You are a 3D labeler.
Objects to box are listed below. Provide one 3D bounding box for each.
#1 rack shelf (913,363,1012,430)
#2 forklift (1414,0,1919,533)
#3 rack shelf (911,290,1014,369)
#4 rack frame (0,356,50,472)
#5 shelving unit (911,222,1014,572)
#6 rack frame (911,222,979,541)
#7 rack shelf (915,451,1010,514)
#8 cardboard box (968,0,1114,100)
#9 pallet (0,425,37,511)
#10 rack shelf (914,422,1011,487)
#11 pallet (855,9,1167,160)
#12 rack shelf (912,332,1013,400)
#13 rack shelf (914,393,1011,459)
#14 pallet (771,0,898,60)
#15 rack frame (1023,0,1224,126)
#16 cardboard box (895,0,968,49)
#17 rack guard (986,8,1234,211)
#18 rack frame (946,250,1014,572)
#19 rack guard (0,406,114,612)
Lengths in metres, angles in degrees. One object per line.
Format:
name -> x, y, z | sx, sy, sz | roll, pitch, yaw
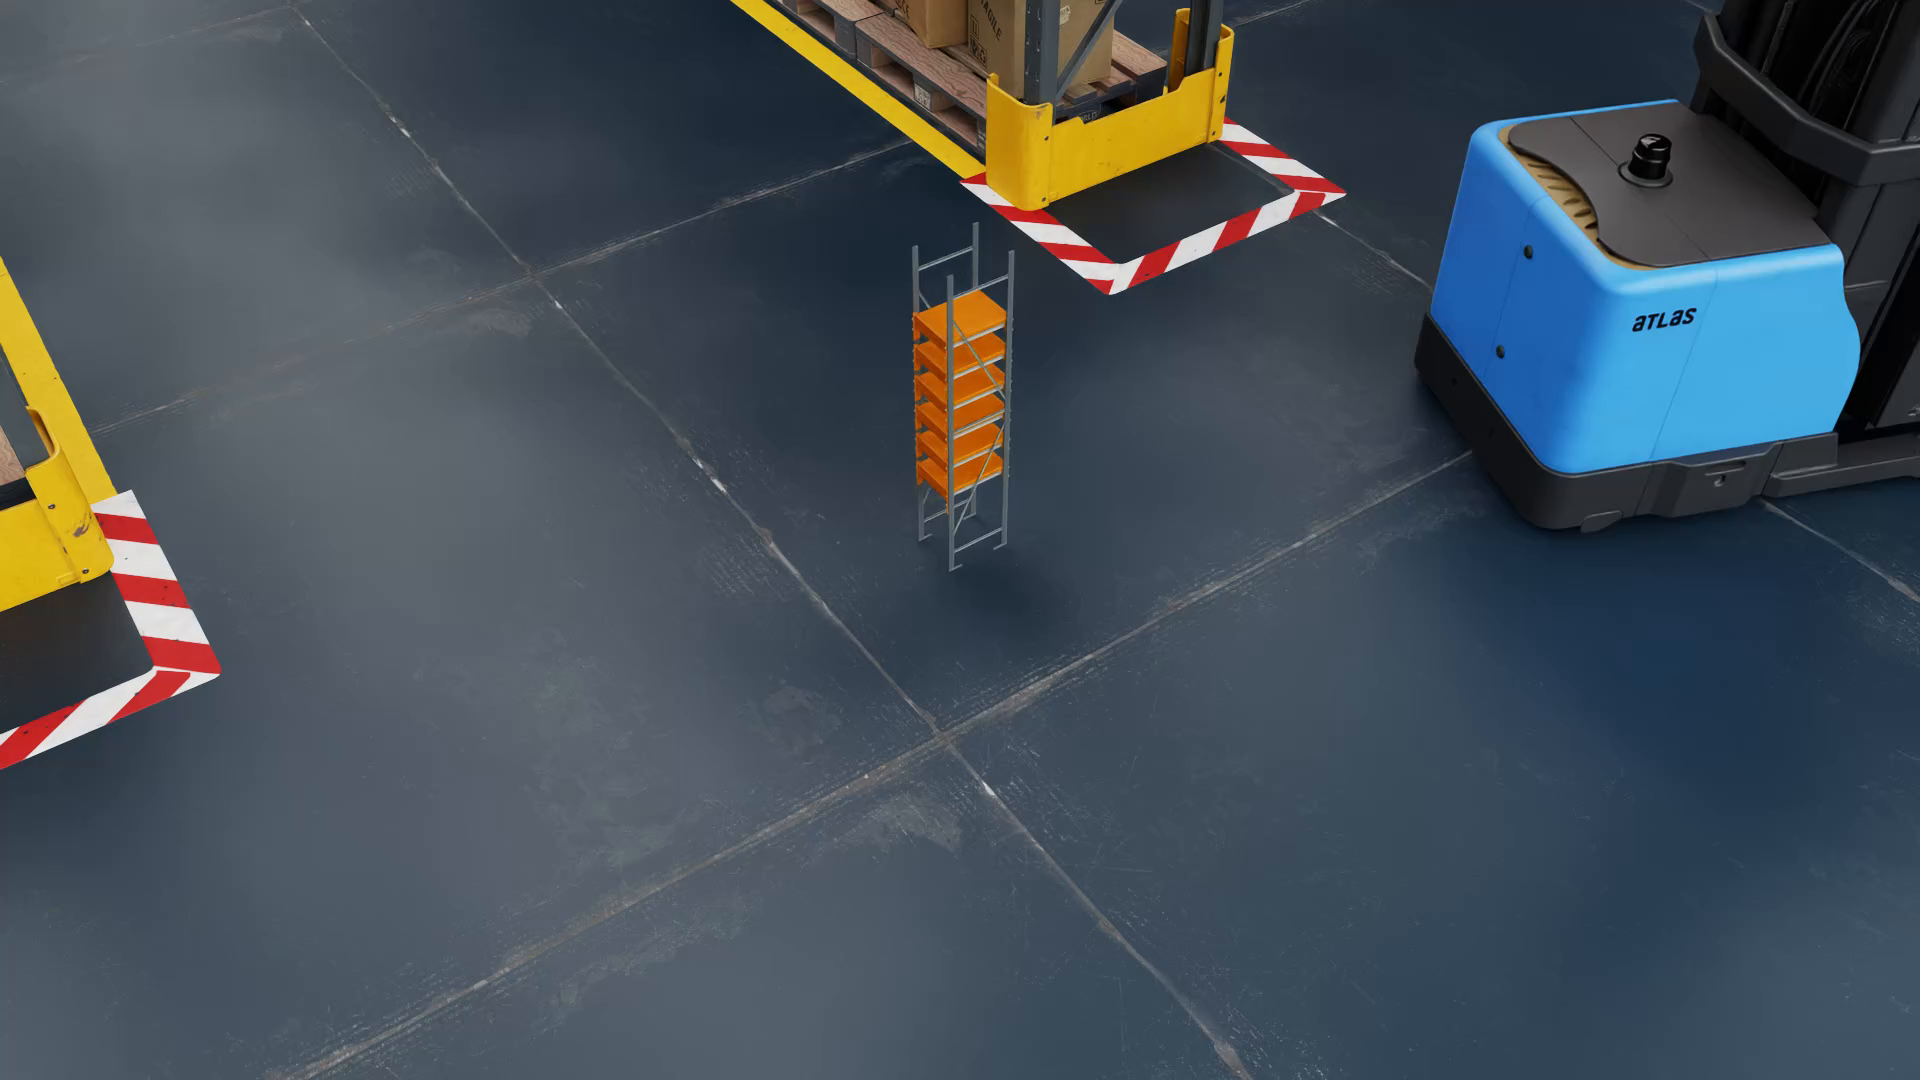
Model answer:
rack shelf -> 0.008, -0.480, 5.275 | 0.258, 0.103, 0.180 | -26, 49, -24
forklift -> 3.307, -1.621, 5.326 | 3.031, 2.935, 1.130 | -9, 44, -10
rack shelf -> 0.008, -0.654, 5.109 | 0.258, 0.103, 0.180 | -26, 49, -24
rack frame -> -3.353, -0.831, 4.448 | 1.000, 3.000, 0.127 | -26, 49, -24
shelving unit -> 0.008, -0.426, 5.327 | 0.258, 1.200, 0.189 | -26, 49, -24
rack frame -> -0.044, -0.478, 5.381 | 0.240, 1.200, 0.006 | -26, 49, -24
rack shelf -> 0.008, -0.220, 5.524 | 0.258, 0.103, 0.180 | -26, 49, -24
cardboard box -> 0.366, -2.395, 7.593 | 0.500, 0.500, 0.500 | -17, 46, -17
pallet -> -3.896, -0.309, 5.920 | 1.003, 0.211, 1.213 | -26, 49, -24
rack shelf -> 0.008, -0.307, 5.441 | 0.258, 0.103, 0.180 | -26, 49, -24
pallet -> 0.230, -2.296, 8.002 | 1.003, 0.211, 1.213 | -26, 49, -24
rack shelf -> 0.008, -0.567, 5.192 | 0.258, 0.103, 0.180 | -26, 49, -24
rack shelf -> 0.008, -0.394, 5.358 | 0.258, 0.103, 0.180 | -26, 49, -24
pallet -> -0.464, -2.986, 8.725 | 1.003, 0.211, 1.213 | -26, 49, -24
rack frame -> 0.709, -2.787, 6.497 | 1.000, 3.000, 0.127 | -26, 49, -24
cardboard box -> -0.004, -2.720, 7.933 | 0.500, 0.500, 0.500 | -14, 45, -14
rack guard -> 0.666, -1.926, 7.406 | 1.175, 0.500, 0.348 | -26, 49, -24
rack frame -> 0.061, -0.374, 5.273 | 0.240, 1.200, 0.006 | -26, 49, -24
rack guard -> -3.435, 0.049, 5.337 | 1.175, 0.500, 0.348 | -26, 49, -24
